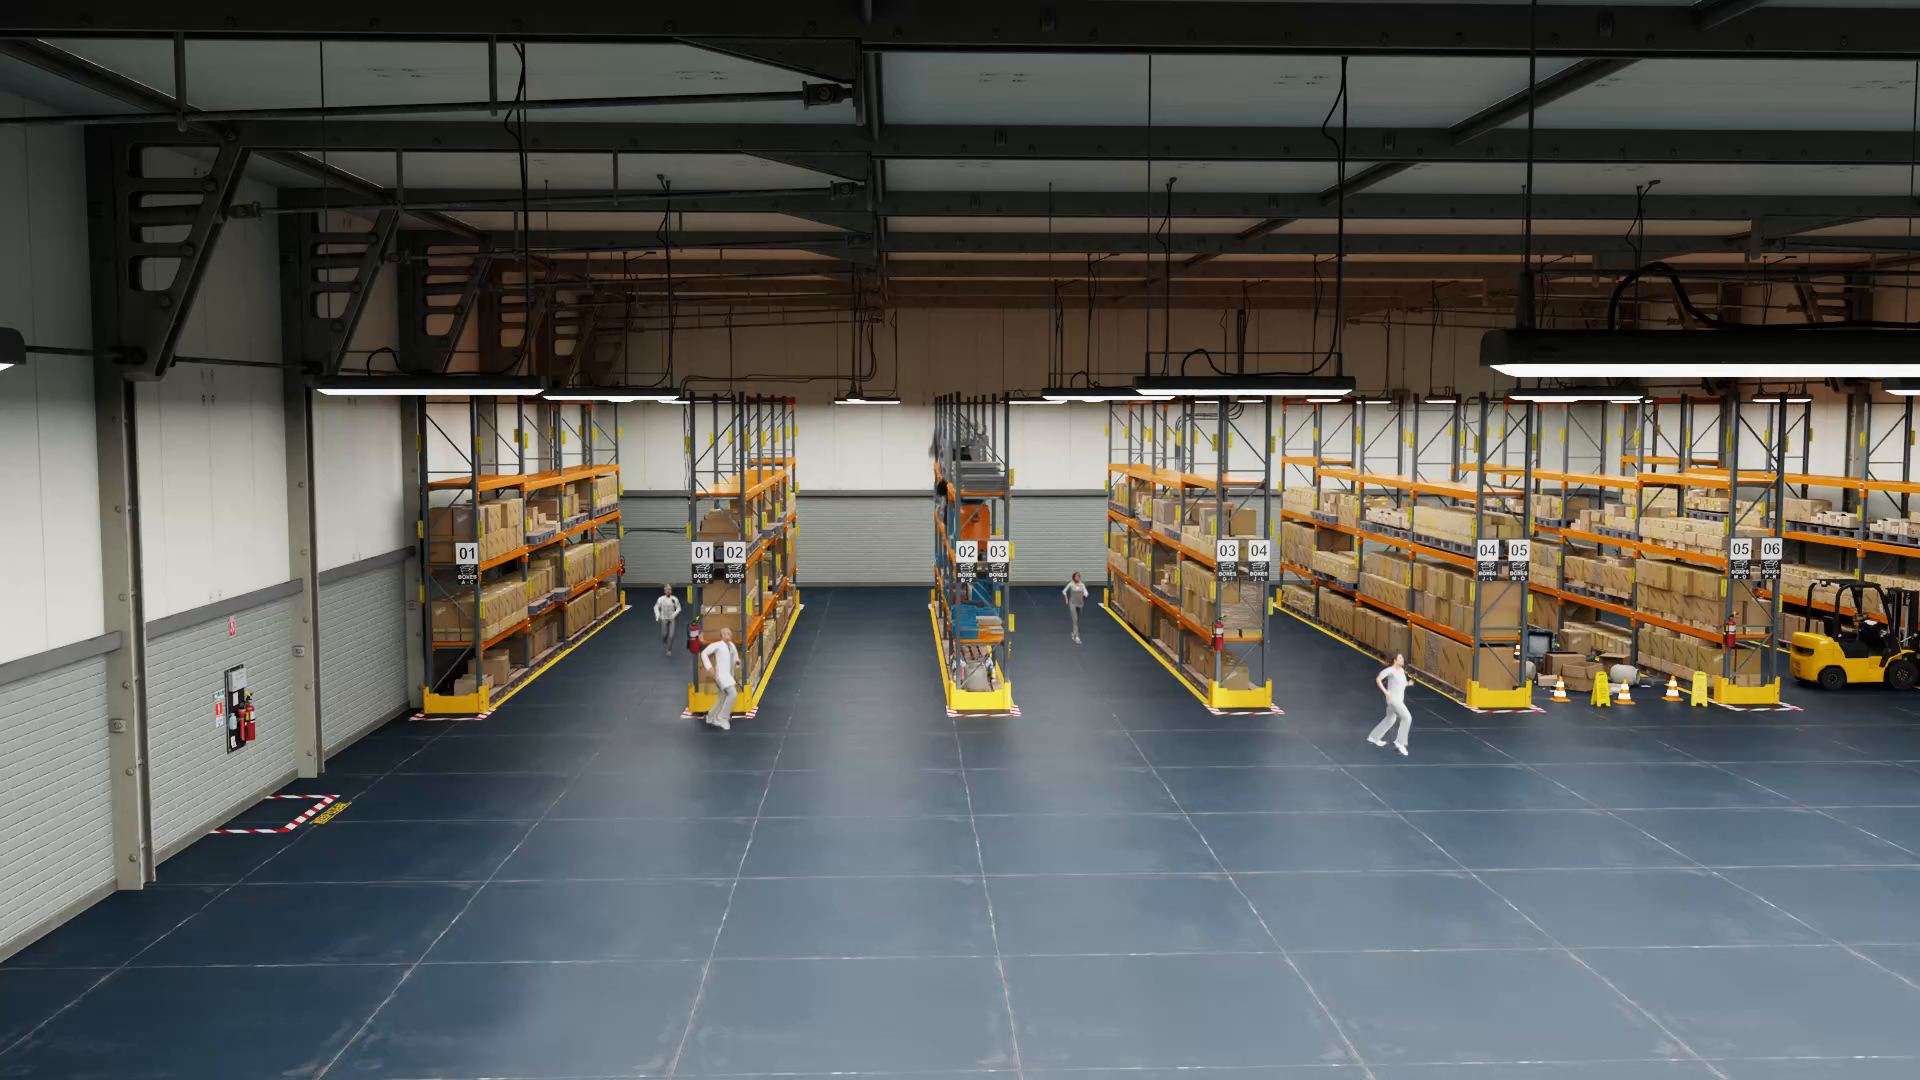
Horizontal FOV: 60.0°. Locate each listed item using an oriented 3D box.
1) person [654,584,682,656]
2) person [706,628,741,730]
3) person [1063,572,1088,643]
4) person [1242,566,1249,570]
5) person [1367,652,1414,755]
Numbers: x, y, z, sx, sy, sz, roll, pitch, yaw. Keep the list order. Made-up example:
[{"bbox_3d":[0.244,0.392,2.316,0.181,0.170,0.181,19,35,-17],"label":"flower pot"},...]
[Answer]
[{"bbox_3d":[-6.727,1.836,38.325,0.621,1.657,0.548,-1,5,-13],"label":"person"},{"bbox_3d":[-4.220,2.478,29.741,0.701,1.810,0.679,2,5,21],"label":"person"},{"bbox_3d":[2.681,1.543,38.322,0.531,1.614,0.819,-1,5,-15],"label":"person"},{"bbox_3d":[8.008,1.145,46.242,0.725,1.828,0.695,0,5,3],"label":"person"},{"bbox_3d":[7.166,2.695,27.639,0.787,1.702,0.545,3,6,35],"label":"person"}]
